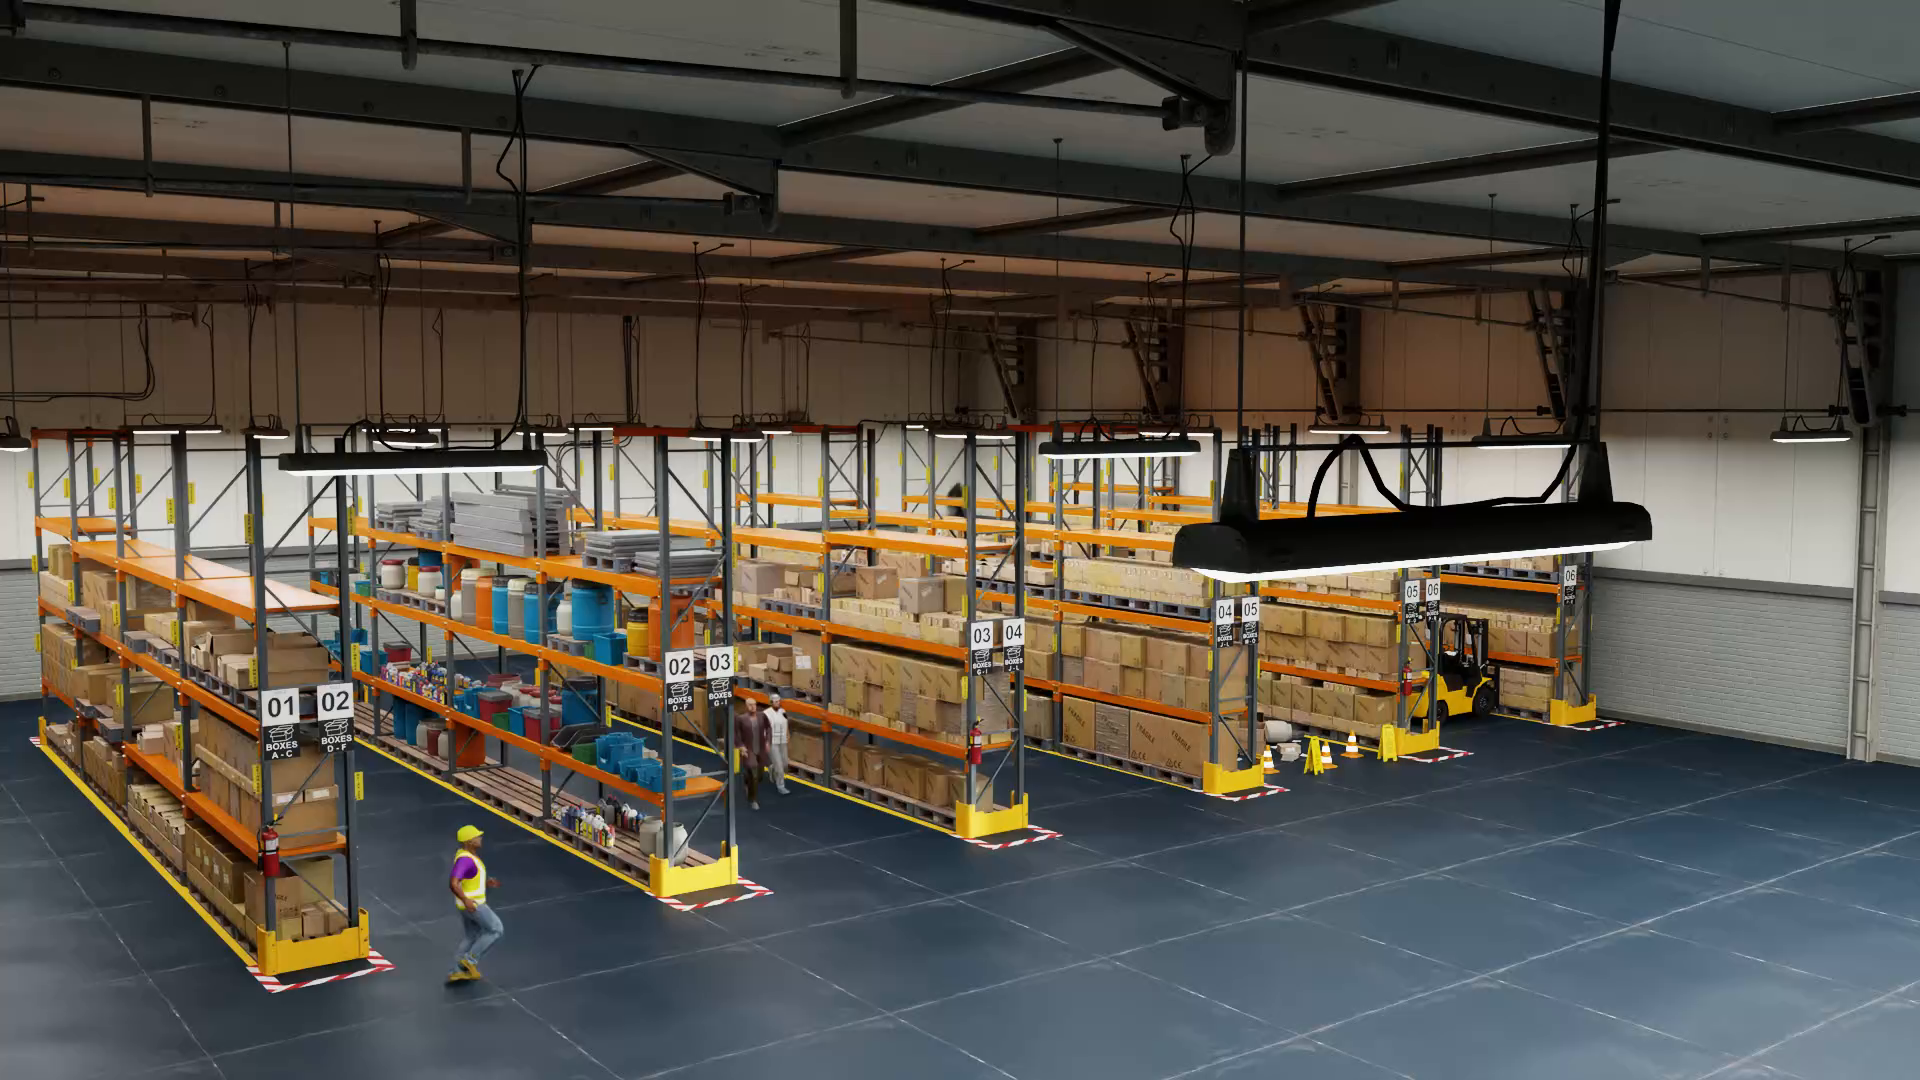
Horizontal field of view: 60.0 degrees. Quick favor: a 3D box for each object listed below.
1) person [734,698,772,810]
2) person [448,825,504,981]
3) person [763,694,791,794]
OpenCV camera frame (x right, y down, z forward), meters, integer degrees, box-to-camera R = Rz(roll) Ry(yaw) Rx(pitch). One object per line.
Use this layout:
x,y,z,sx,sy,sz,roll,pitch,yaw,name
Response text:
-3.353,3.386,26.593,0.714,1.780,0.710,-2,5,-28,person
-5.375,4.015,18.420,0.607,1.724,0.715,-2,5,-21,person
-3.071,3.360,27.545,0.636,1.632,0.758,-4,6,-40,person
